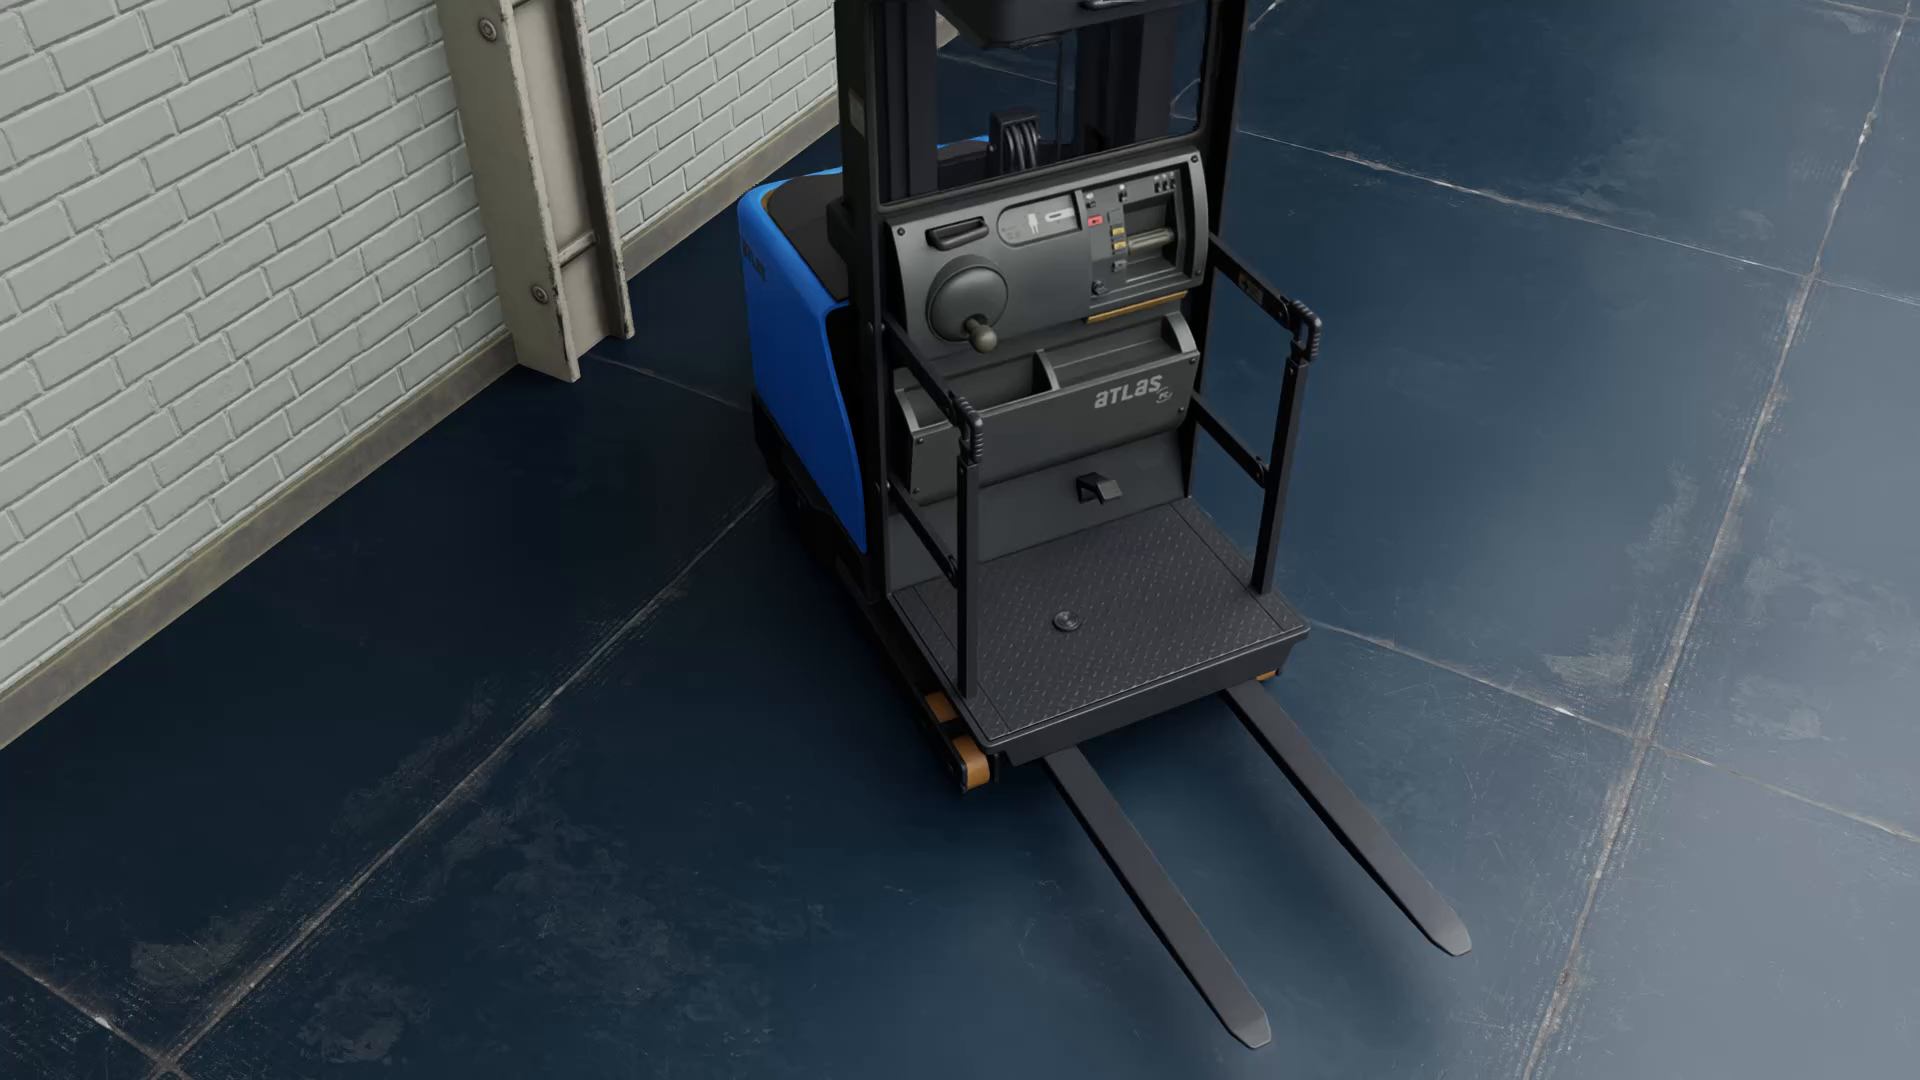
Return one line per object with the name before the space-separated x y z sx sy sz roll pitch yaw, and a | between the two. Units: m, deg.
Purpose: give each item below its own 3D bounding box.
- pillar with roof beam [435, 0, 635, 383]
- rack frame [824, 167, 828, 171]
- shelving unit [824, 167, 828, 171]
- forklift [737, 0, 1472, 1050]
pillar with roof beam | 2.191 -2.725 2.035 9.100 9.000 0.400 21 45 22
rack frame | -0.426 -0.910 6.102 0.006 0.900 0.240 -18 44 -19
shelving unit | -0.334 -0.939 6.135 0.210 0.900 0.258 -18 44 -19
forklift | 0.350 -0.699 4.326 1.130 2.935 3.031 -18 44 -19
